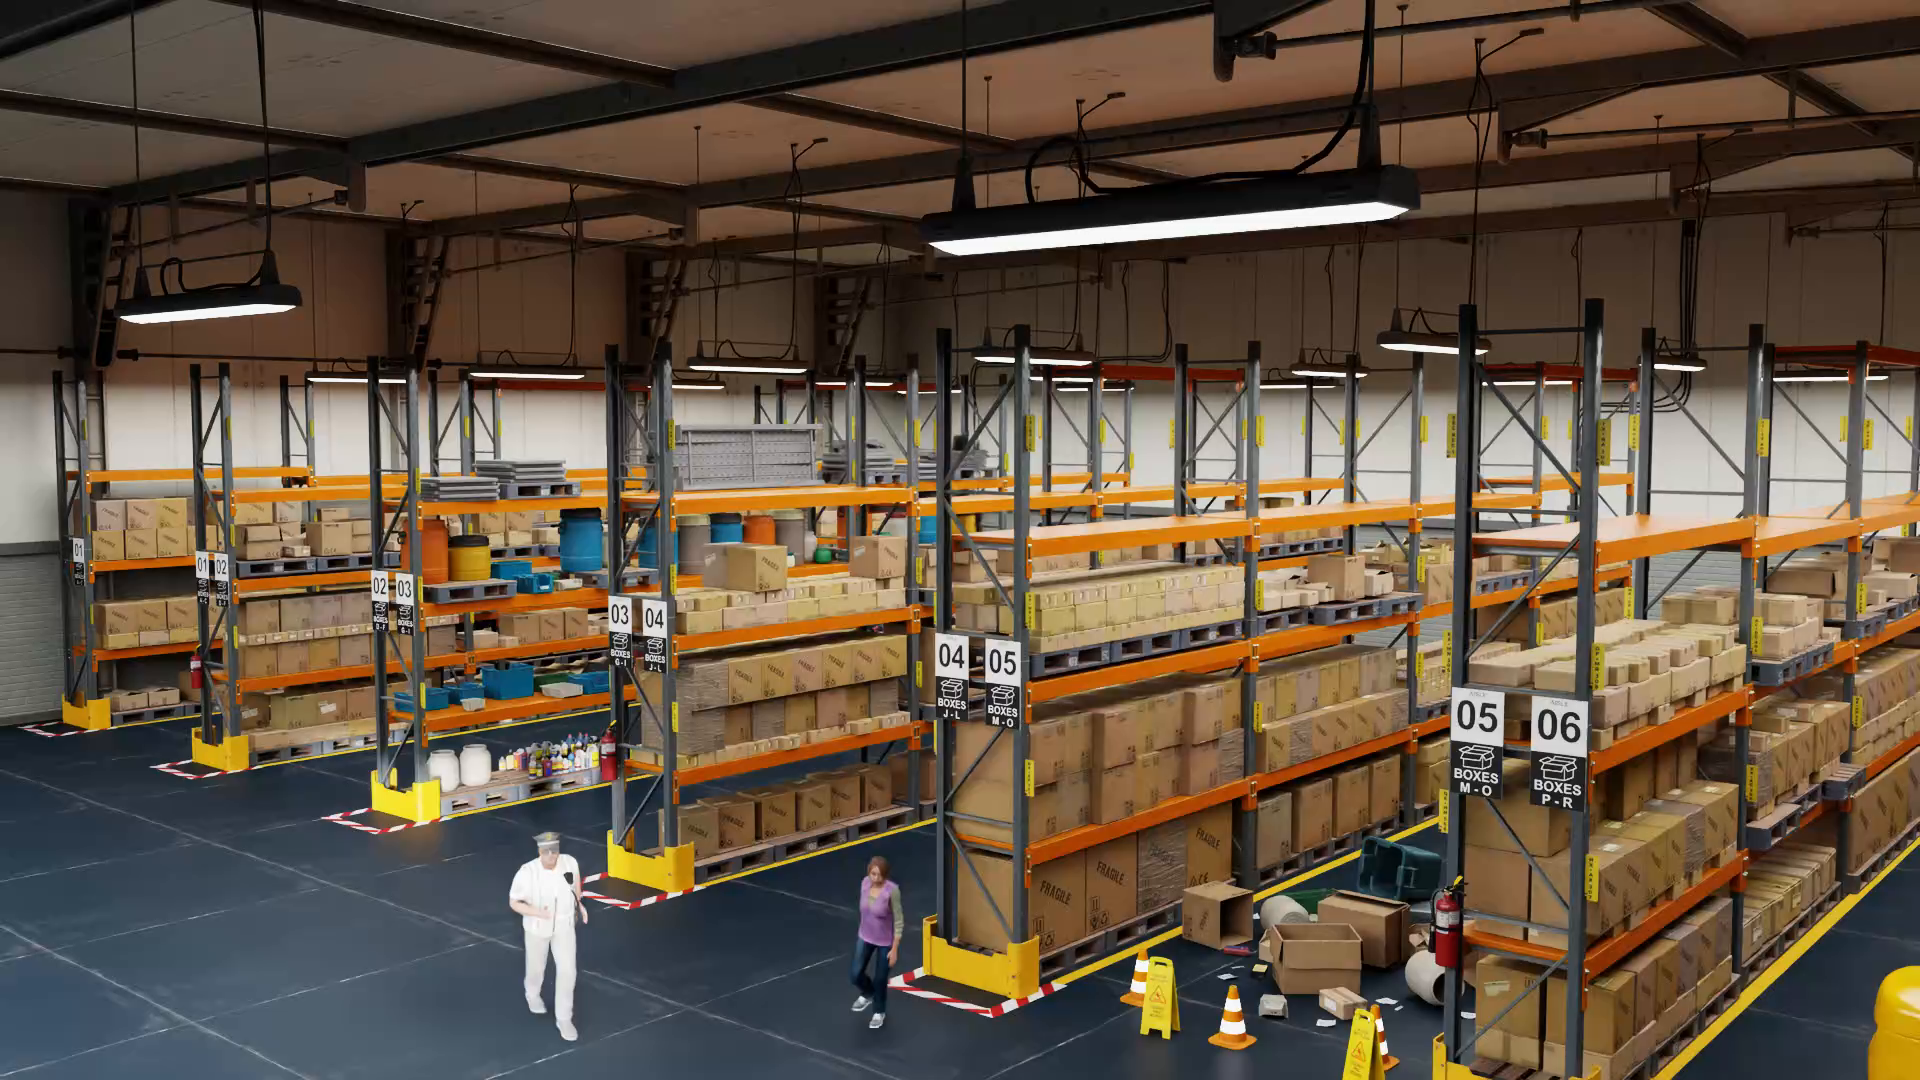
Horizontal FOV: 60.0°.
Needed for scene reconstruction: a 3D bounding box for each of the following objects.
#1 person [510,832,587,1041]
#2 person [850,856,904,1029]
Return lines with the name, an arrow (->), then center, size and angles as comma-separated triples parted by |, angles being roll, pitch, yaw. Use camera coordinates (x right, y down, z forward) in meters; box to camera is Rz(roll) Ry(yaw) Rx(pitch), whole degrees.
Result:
person -> -3.491, 3.271, 14.095 | 0.672, 1.731, 1.004 | -2, 5, -24
person -> -0.697, 3.388, 14.045 | 0.554, 1.548, 0.544 | 1, 4, 17
